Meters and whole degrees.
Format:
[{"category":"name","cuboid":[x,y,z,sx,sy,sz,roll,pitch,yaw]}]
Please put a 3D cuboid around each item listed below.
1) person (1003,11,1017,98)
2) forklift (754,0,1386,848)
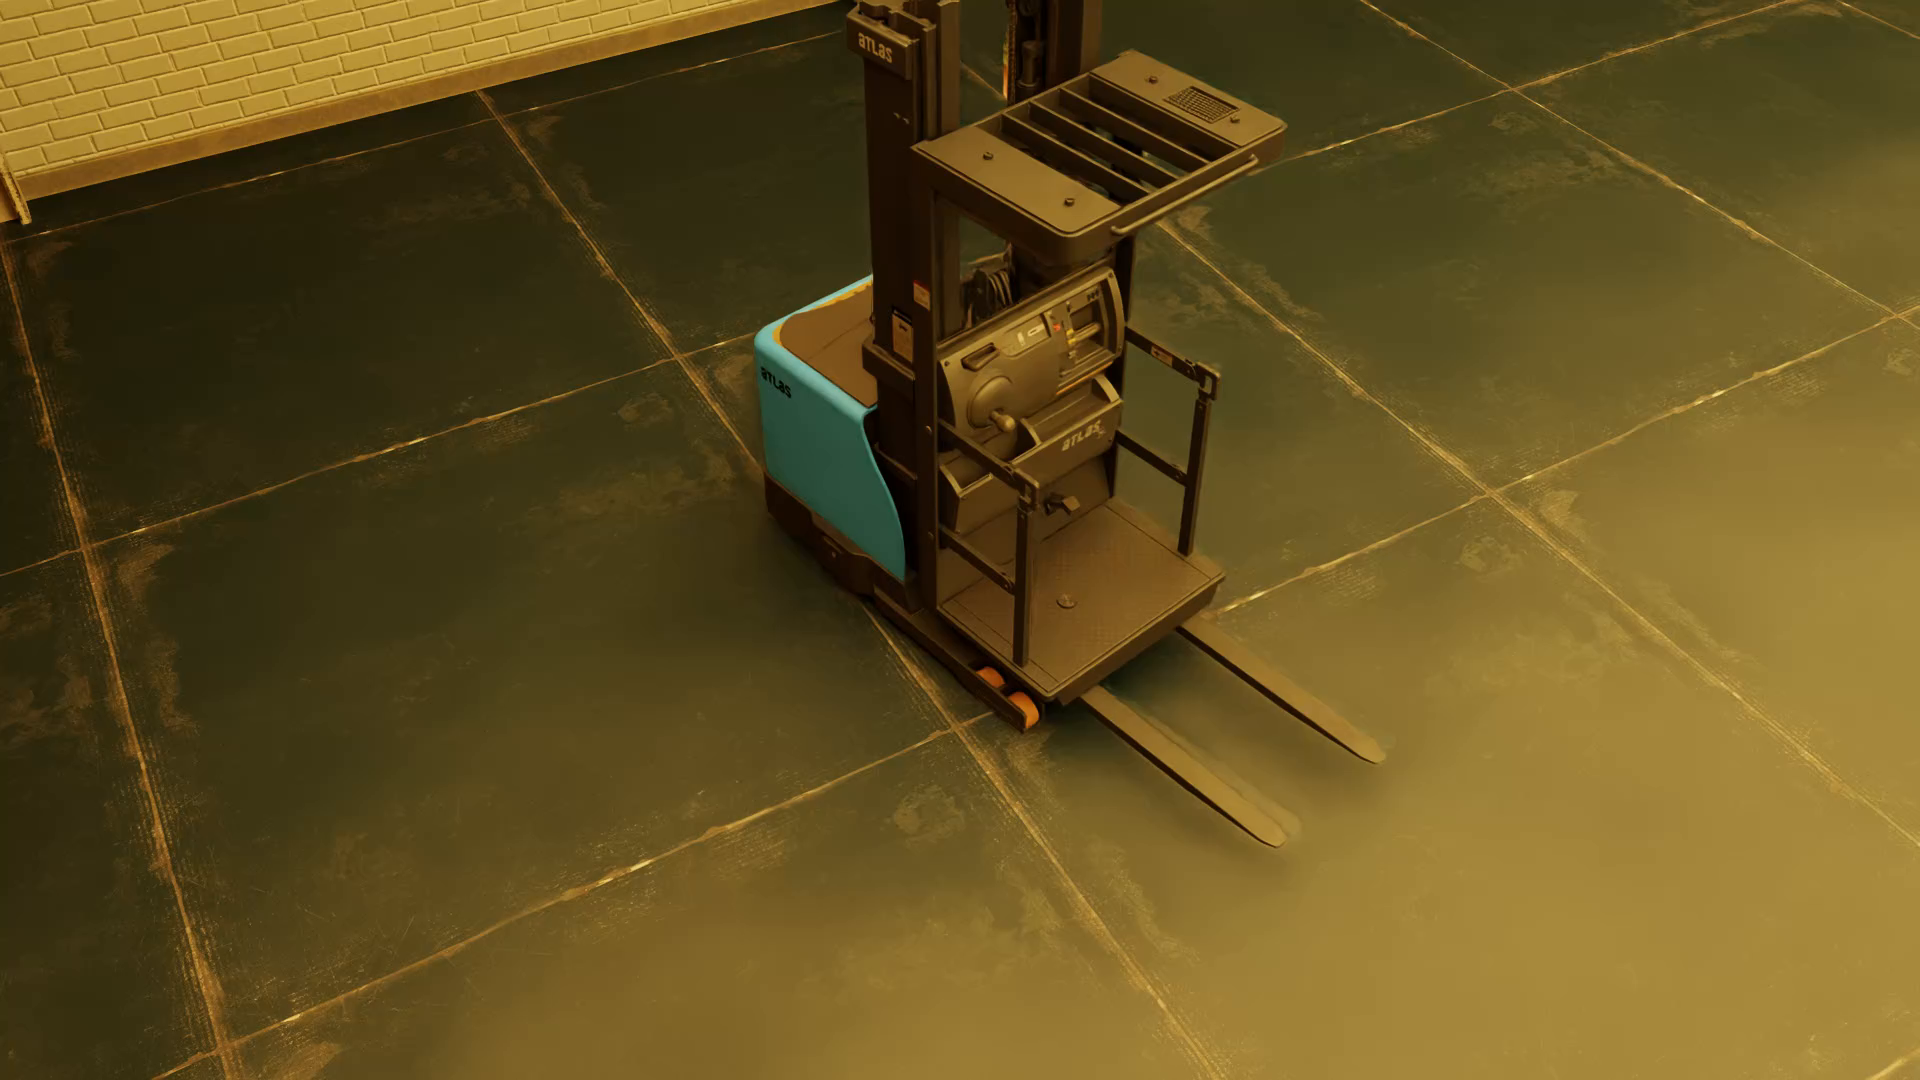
[{"category":"person","cuboid":[0.500,-2.632,9.567,0.513,1.628,0.509,8,43,9]},{"category":"forklift","cuboid":[0.437,-0.668,6.418,1.130,2.935,3.031,-31,51,-29]}]
